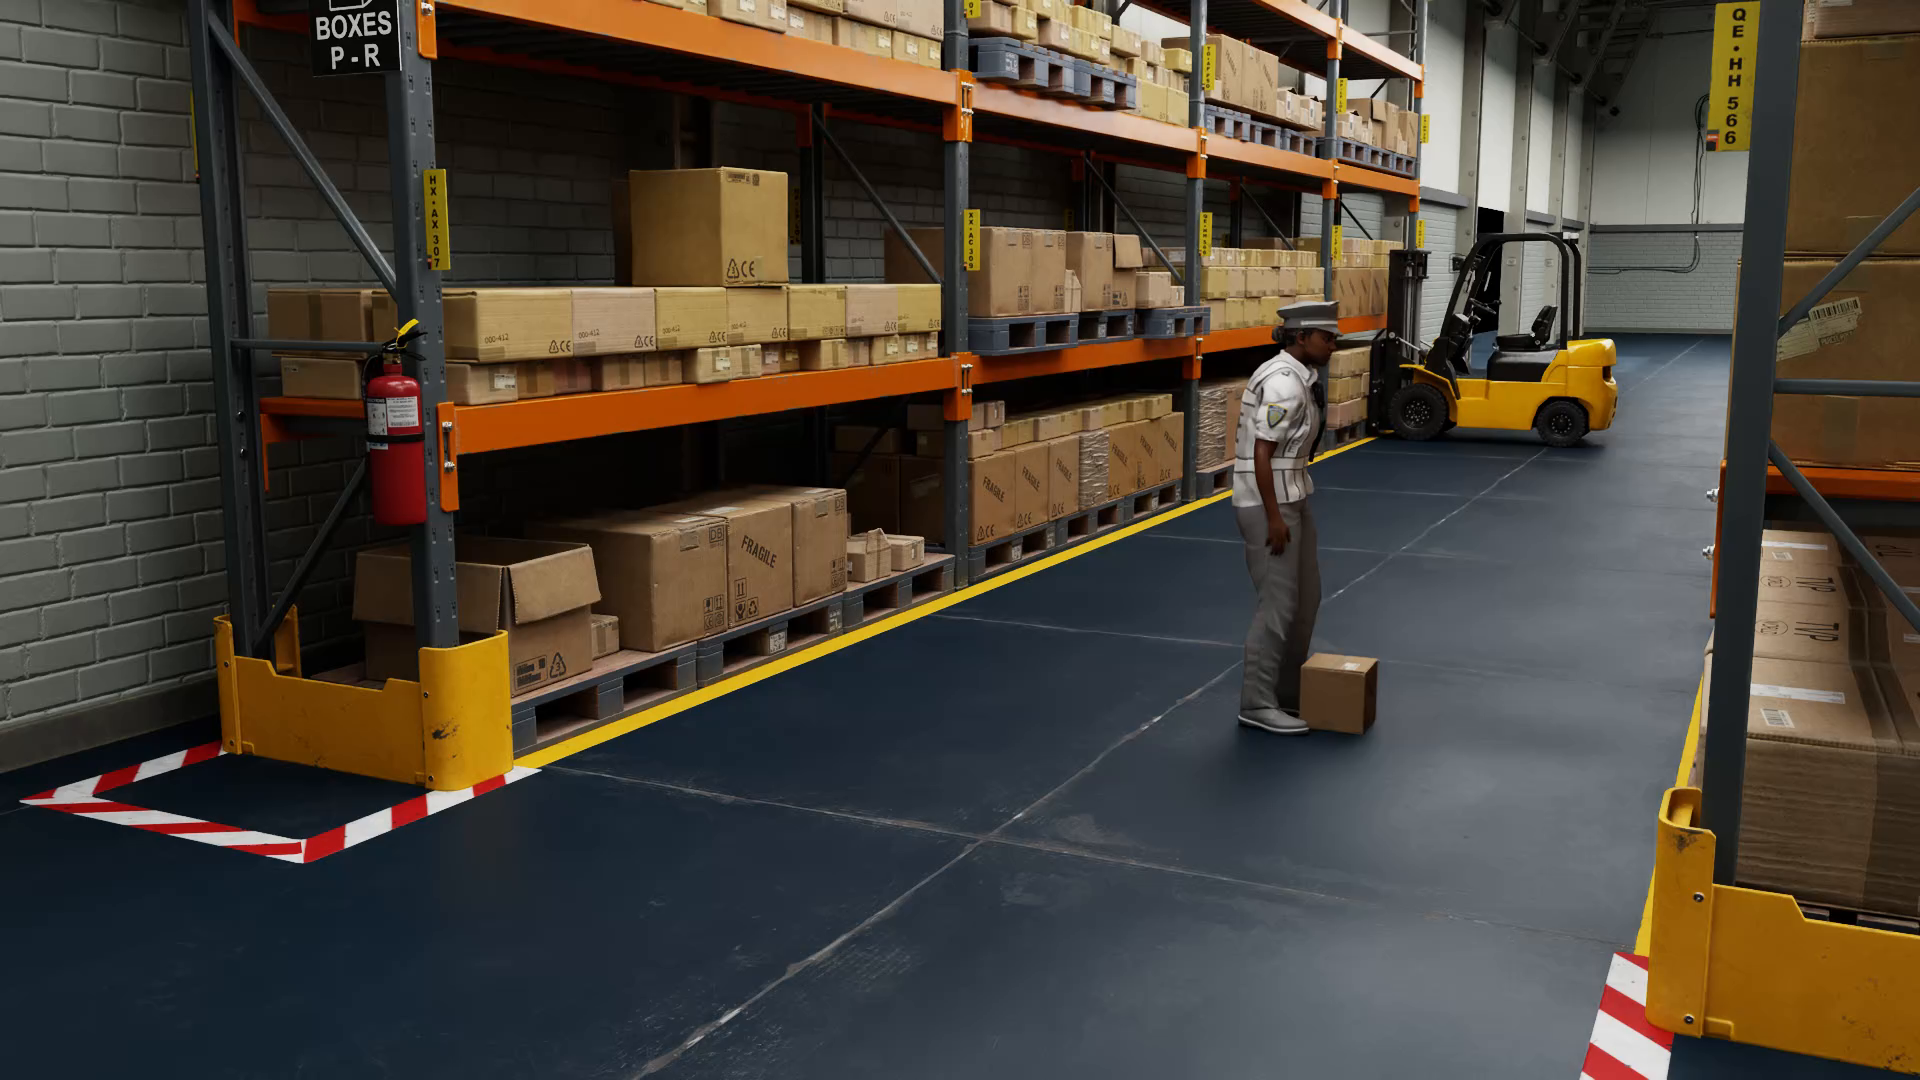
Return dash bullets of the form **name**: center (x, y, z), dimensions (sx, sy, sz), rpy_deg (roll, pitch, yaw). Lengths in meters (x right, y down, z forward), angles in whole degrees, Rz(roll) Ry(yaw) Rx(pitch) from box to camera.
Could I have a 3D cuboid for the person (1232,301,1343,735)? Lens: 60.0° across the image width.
- **person**: center (1.287, -0.104, 6.526), dimensions (0.426, 1.655, 0.515), rpy_deg (4, 10, 23)
